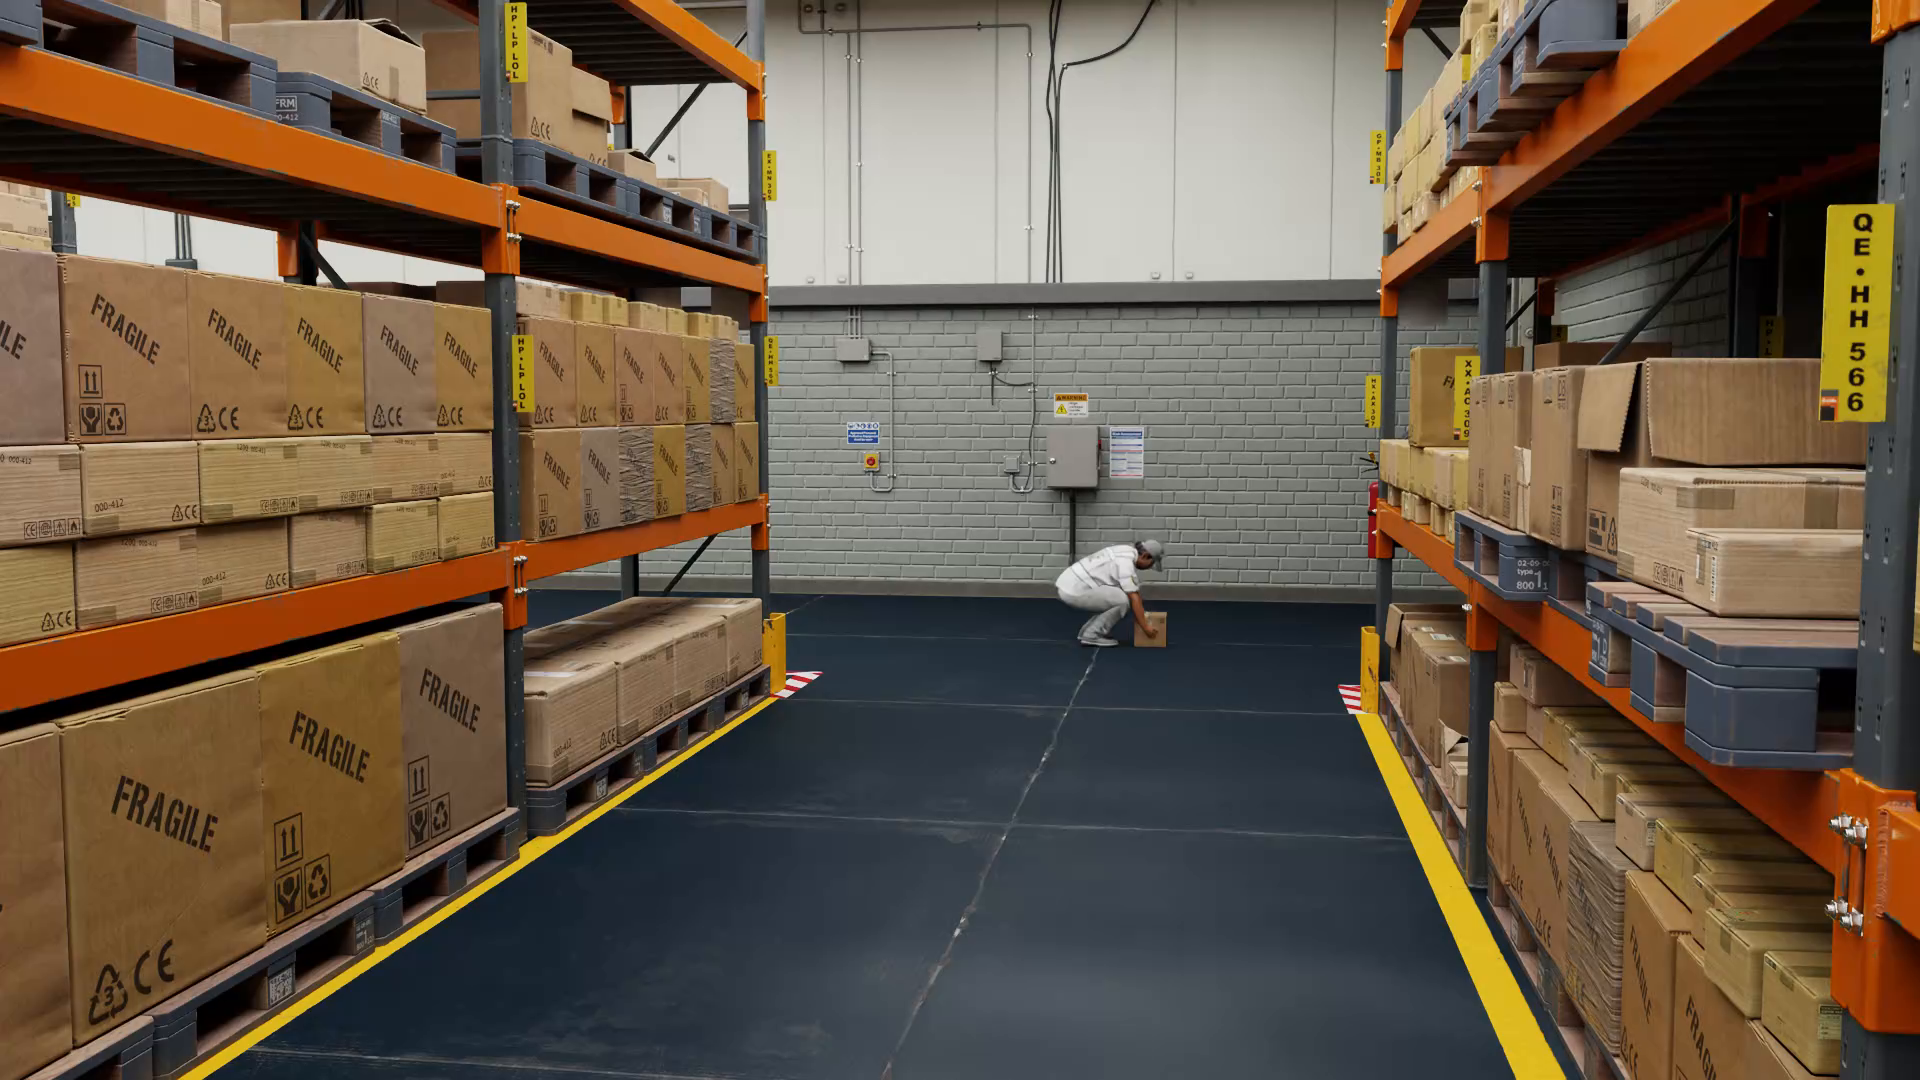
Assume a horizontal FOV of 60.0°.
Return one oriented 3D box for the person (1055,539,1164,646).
[{"bbox_3d":[1.212,0.419,13.330,0.841,0.850,0.515,1,5,9],"label":"person"}]
